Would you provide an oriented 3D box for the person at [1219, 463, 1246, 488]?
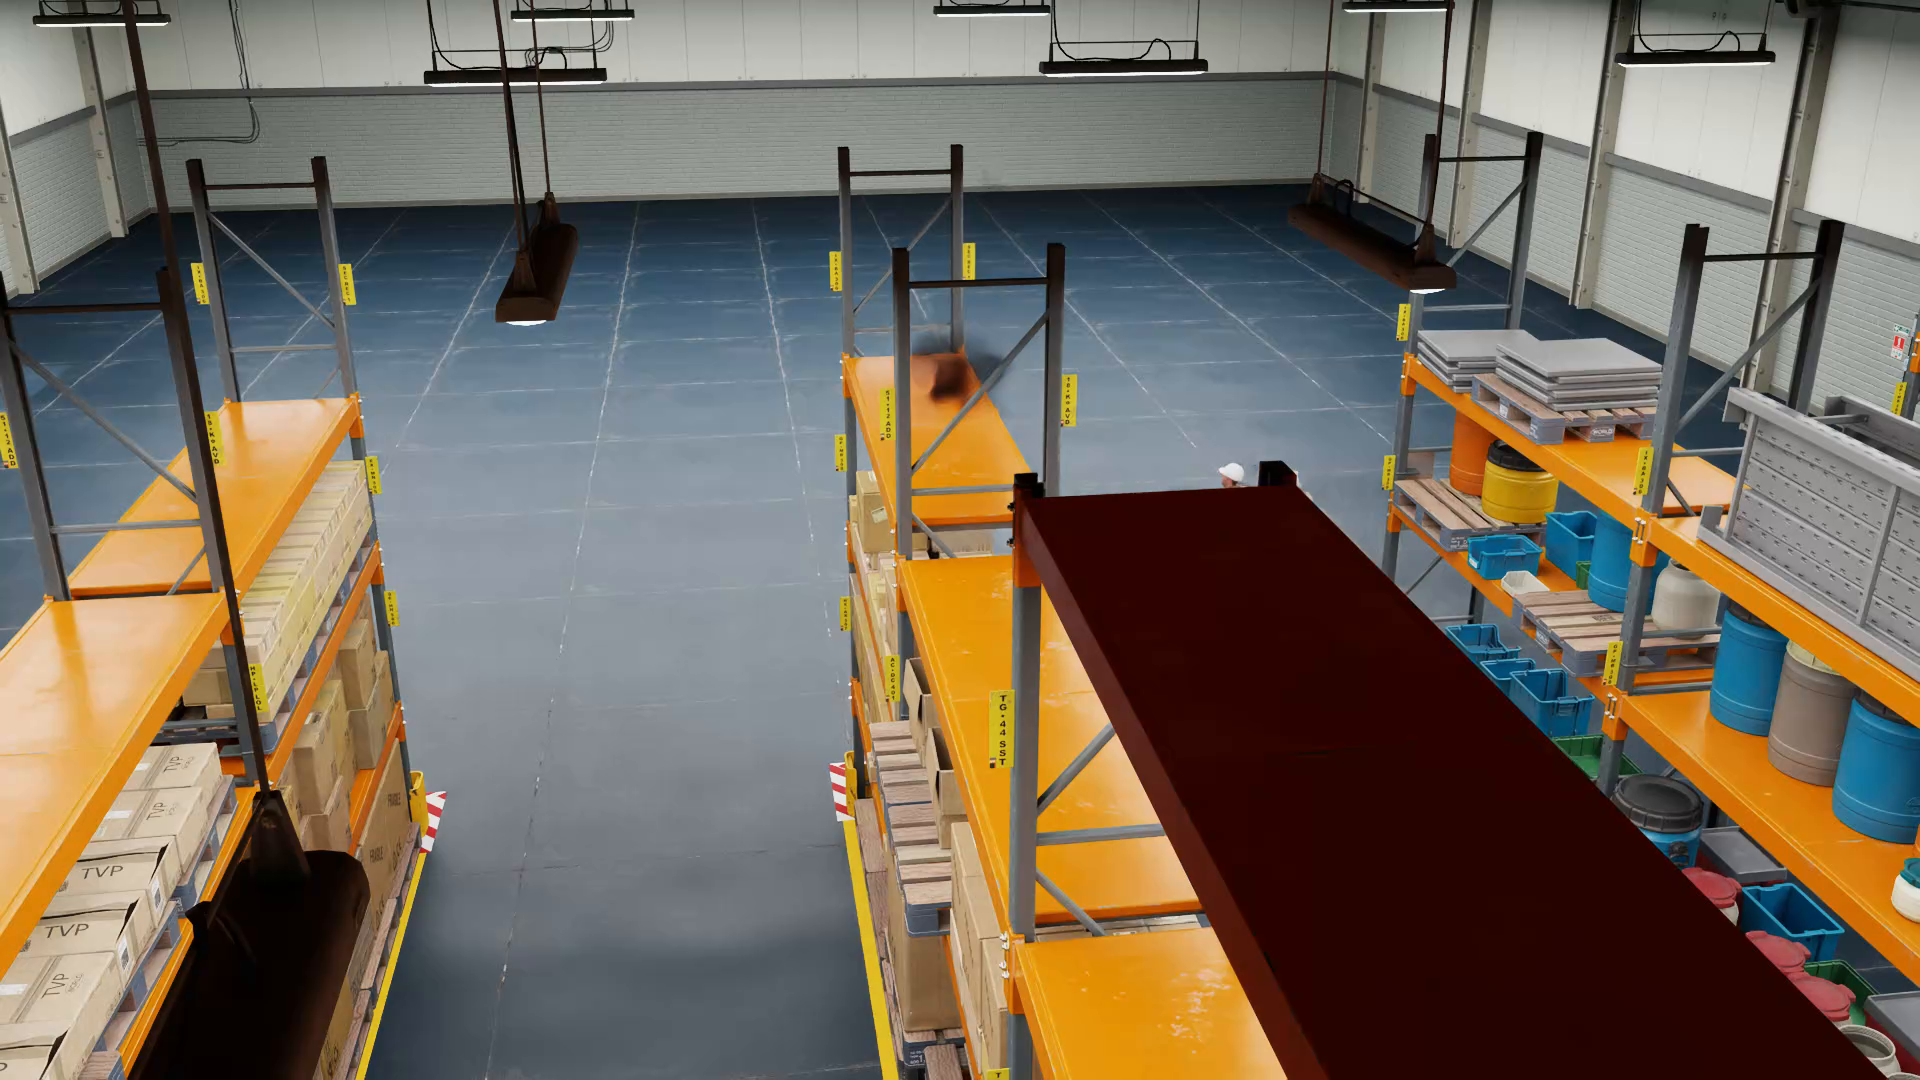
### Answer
[{"bbox_3d":[3.157,0.003,19.259,0.788,1.837,0.630,7,23,16],"label":"person"}]
